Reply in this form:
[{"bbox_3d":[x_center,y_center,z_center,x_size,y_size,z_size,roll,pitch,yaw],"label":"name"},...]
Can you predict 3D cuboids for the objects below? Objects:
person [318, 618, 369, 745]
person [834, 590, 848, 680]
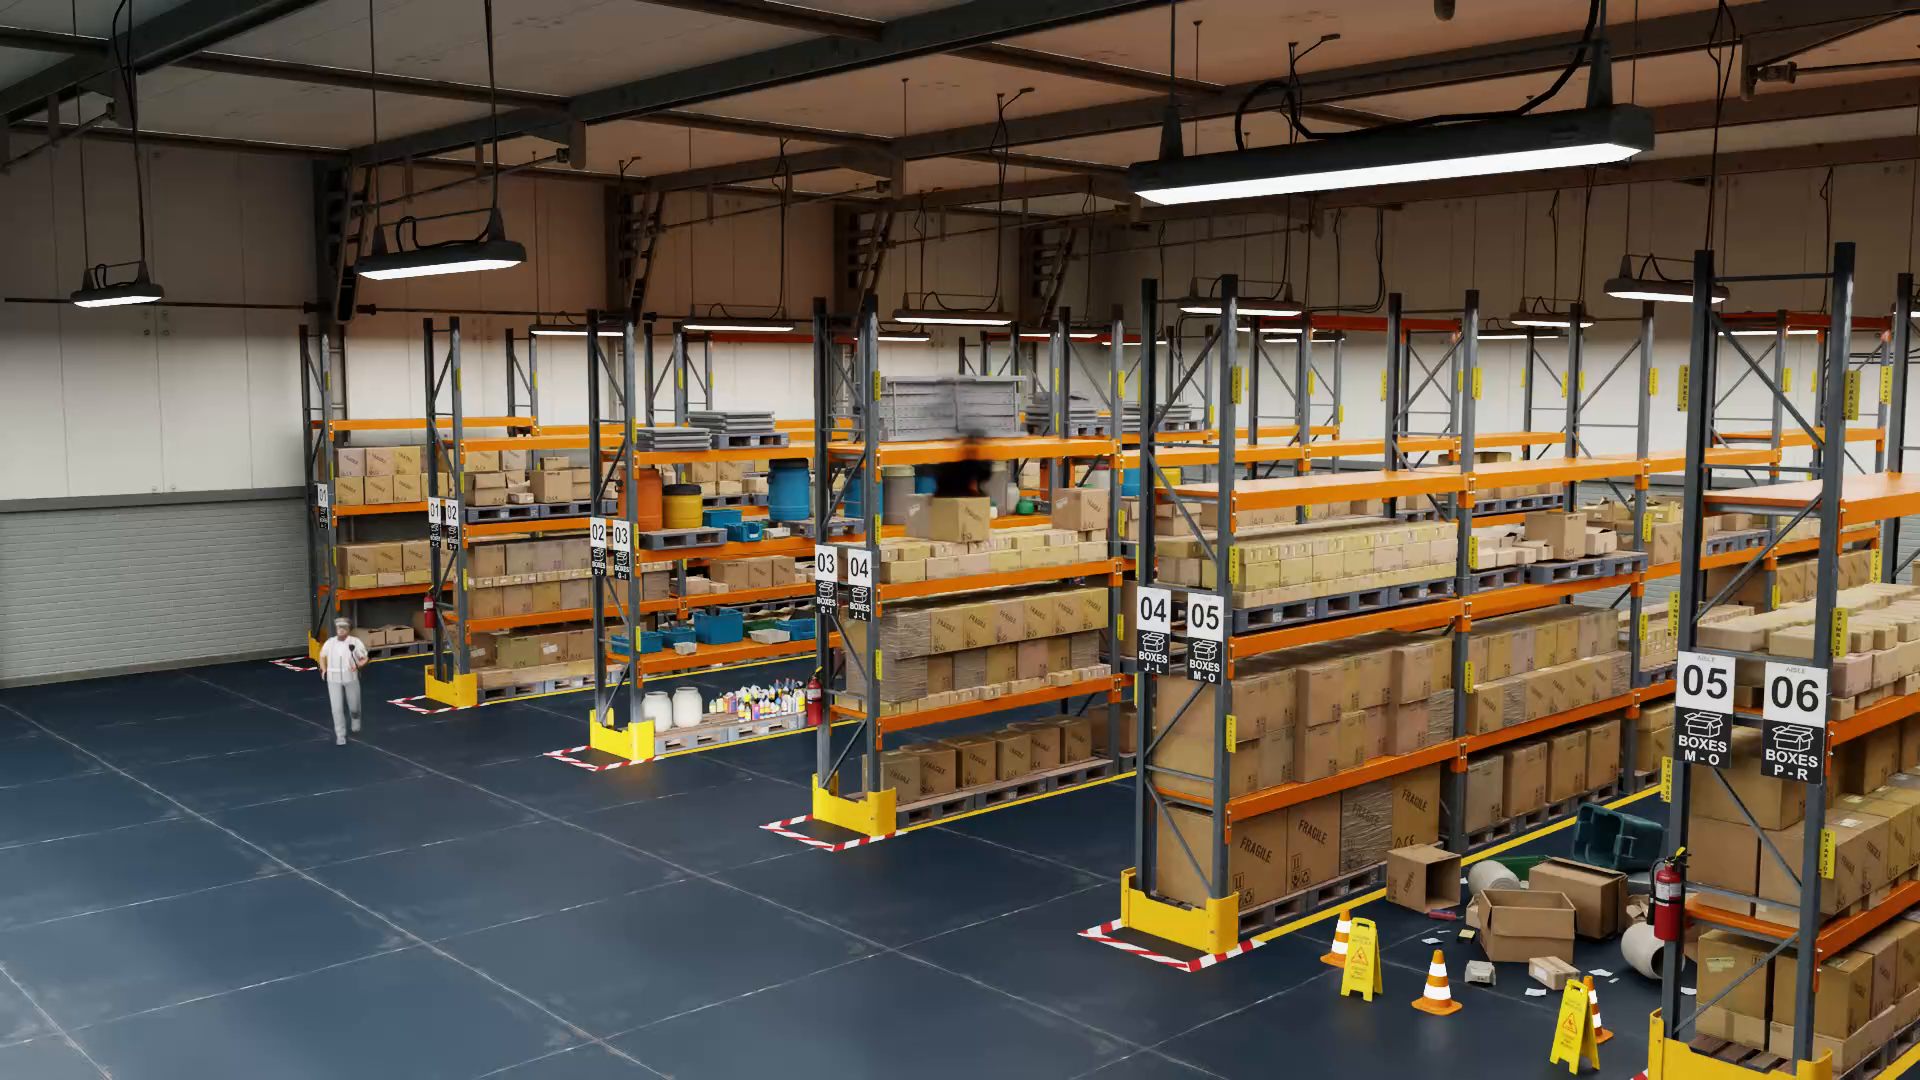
[{"bbox_3d":[-8.629,1.944,23.280,0.675,1.746,0.830,-2,6,-15],"label":"person"},{"bbox_3d":[-1.896,1.514,28.034,0.590,1.641,0.868,5,8,40],"label":"person"}]
